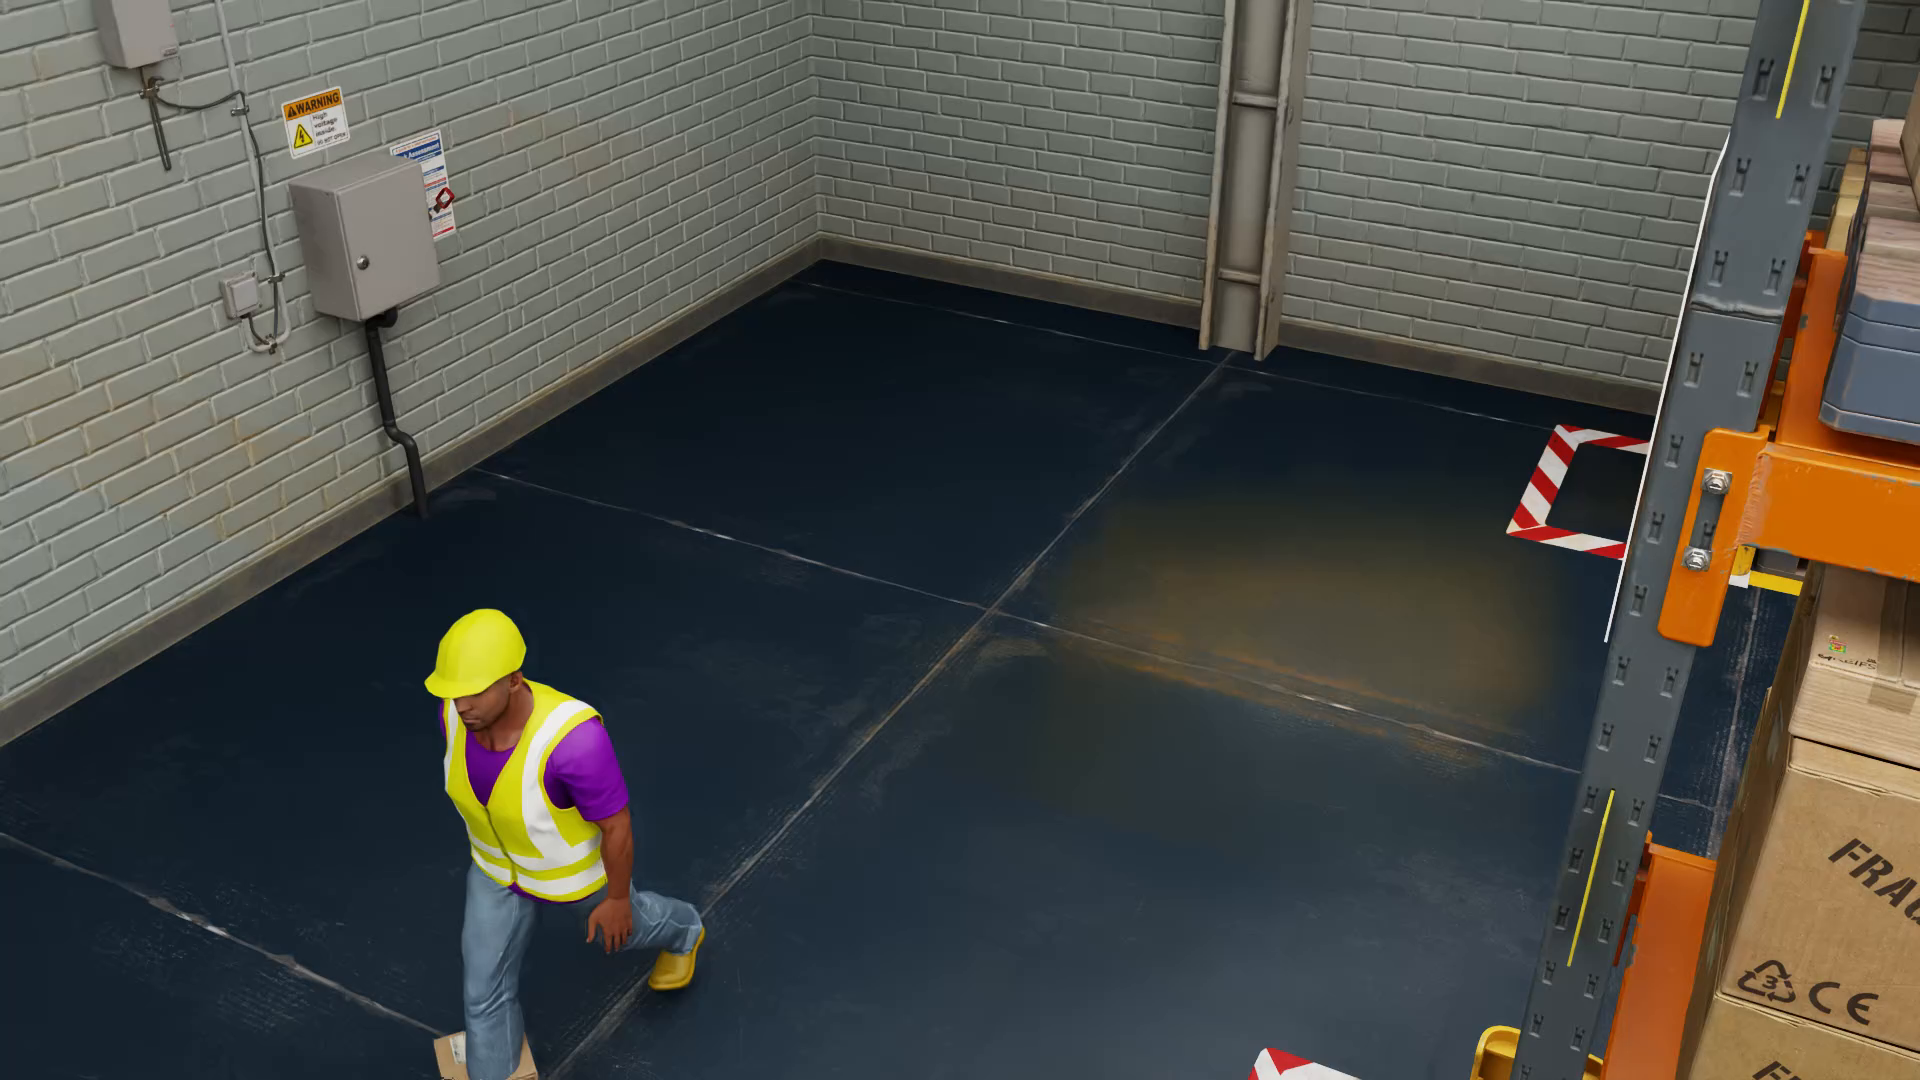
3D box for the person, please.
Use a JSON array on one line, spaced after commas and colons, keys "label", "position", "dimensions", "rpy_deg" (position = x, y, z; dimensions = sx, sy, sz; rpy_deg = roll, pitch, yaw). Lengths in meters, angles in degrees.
[{"label": "person", "position": [-1.133, 0.877, 4.639], "dimensions": [0.587, 1.702, 1.132], "rpy_deg": [11, 32, 18]}]
